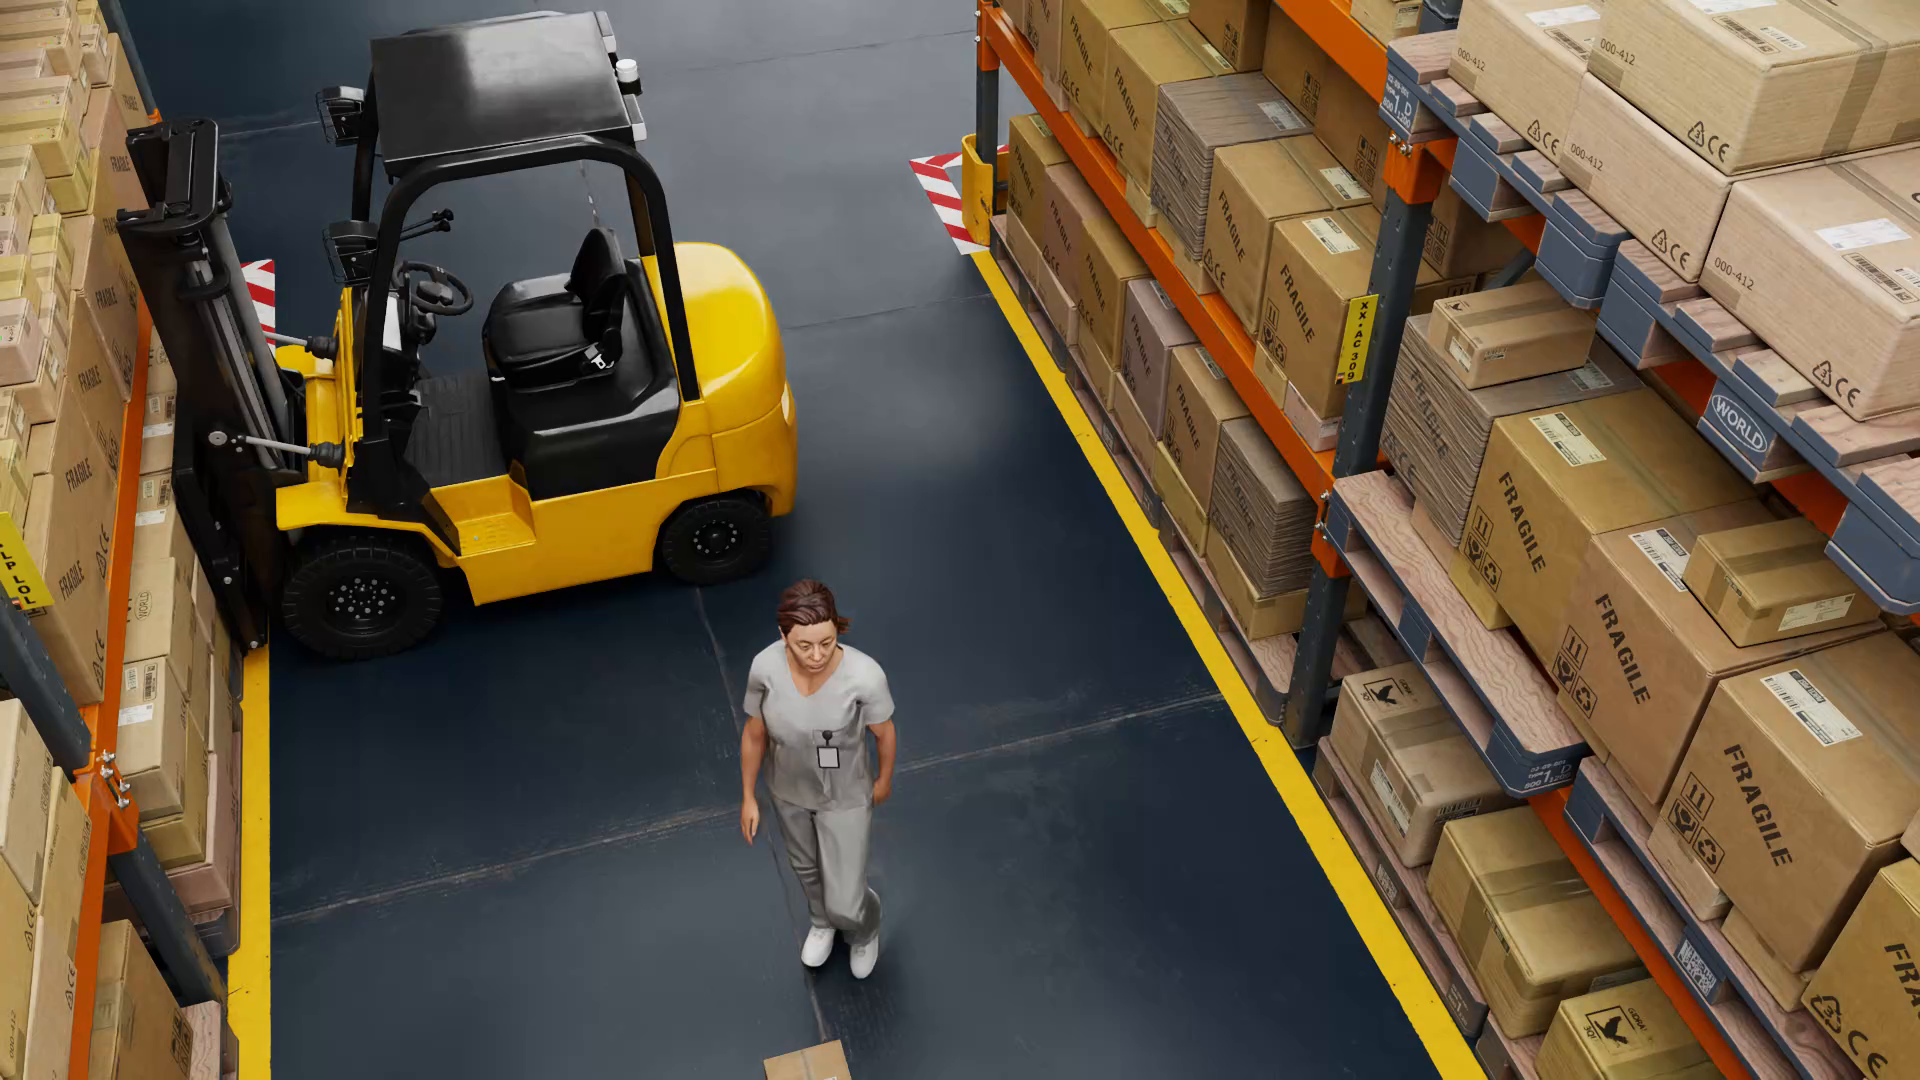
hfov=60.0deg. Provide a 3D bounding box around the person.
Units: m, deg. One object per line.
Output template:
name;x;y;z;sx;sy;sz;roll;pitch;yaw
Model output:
person;-0.454;0.816;5.257;0.458;1.687;0.467;13;44;14
